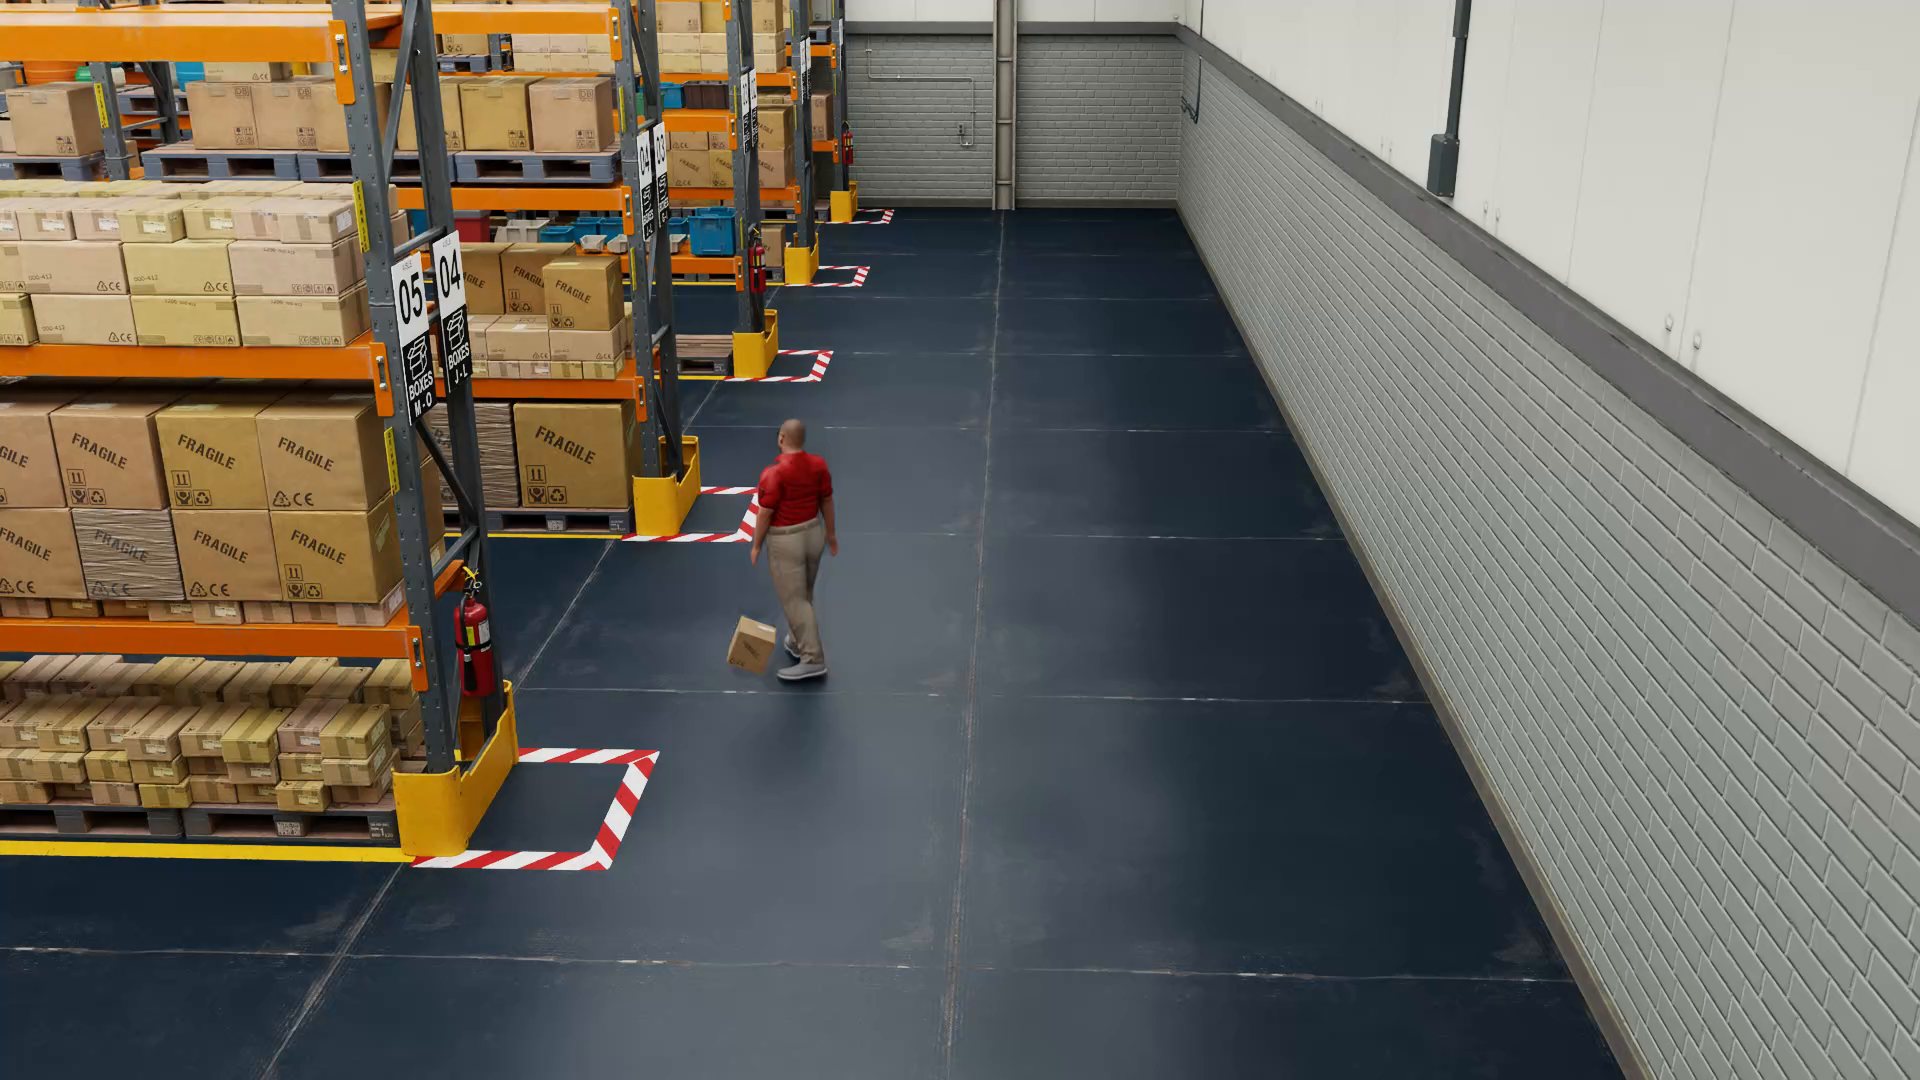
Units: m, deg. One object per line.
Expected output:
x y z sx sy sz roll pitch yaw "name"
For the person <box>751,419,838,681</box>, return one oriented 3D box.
-1.074 0.031 11.032 0.658 1.713 0.635 18 27 40 "person"
